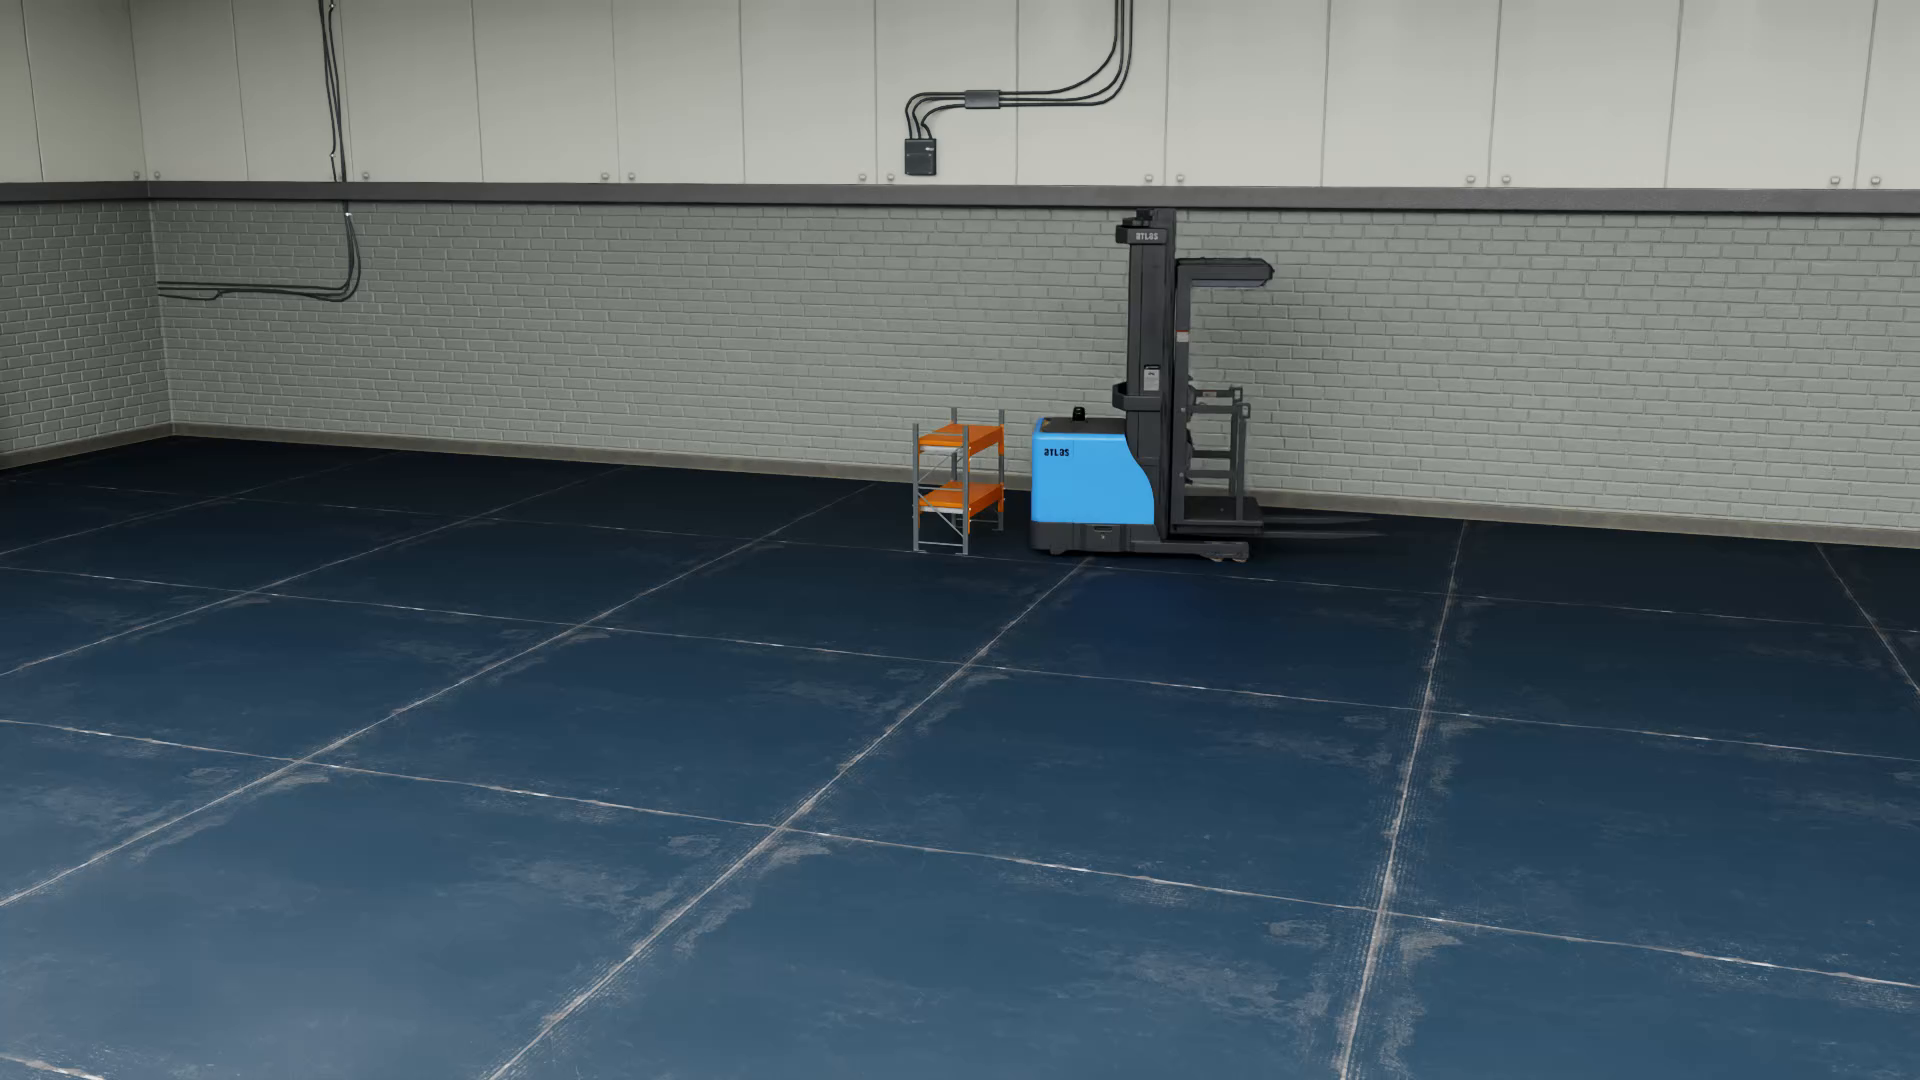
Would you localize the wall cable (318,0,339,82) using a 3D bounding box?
[{"bbox_3d":[-5.876,-6.340,18.170,3.097,2.526,0.112,4,14,18],"label":"wall cable"}]

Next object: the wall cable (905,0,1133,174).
[{"bbox_3d":[0.542,-6.557,15.852,2.305,6.003,0.169,4,14,18],"label":"wall cable"}]

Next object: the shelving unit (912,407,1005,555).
[{"bbox_3d":[-0.002,-0.547,14.857,0.538,1.125,1.048,4,14,18],"label":"shelving unit"}]

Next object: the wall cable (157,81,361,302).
[{"bbox_3d":[-8.435,-4.072,19.585,3.097,2.526,0.112,4,14,18],"label":"wall cable"}]

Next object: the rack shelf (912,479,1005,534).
[{"bbox_3d":[-0.002,-0.309,14.911,0.538,0.278,1.000,4,14,18],"label":"rack shelf"}]

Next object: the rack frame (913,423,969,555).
[{"bbox_3d":[-0.167,-0.440,14.388,0.500,1.125,0.032,4,14,18],"label":"rack frame"}]

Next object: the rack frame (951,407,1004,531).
[{"bbox_3d":[0.162,-0.654,15.325,0.500,1.125,0.032,4,14,18],"label":"rack frame"}]

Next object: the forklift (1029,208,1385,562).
[{"bbox_3d":[2.152,-1.362,14.371,3.031,2.935,1.130,1,13,6],"label":"forklift"}]

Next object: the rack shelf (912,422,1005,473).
[{"bbox_3d":[-0.002,-0.832,14.791,0.538,0.278,1.000,4,14,18],"label":"rack shelf"}]
